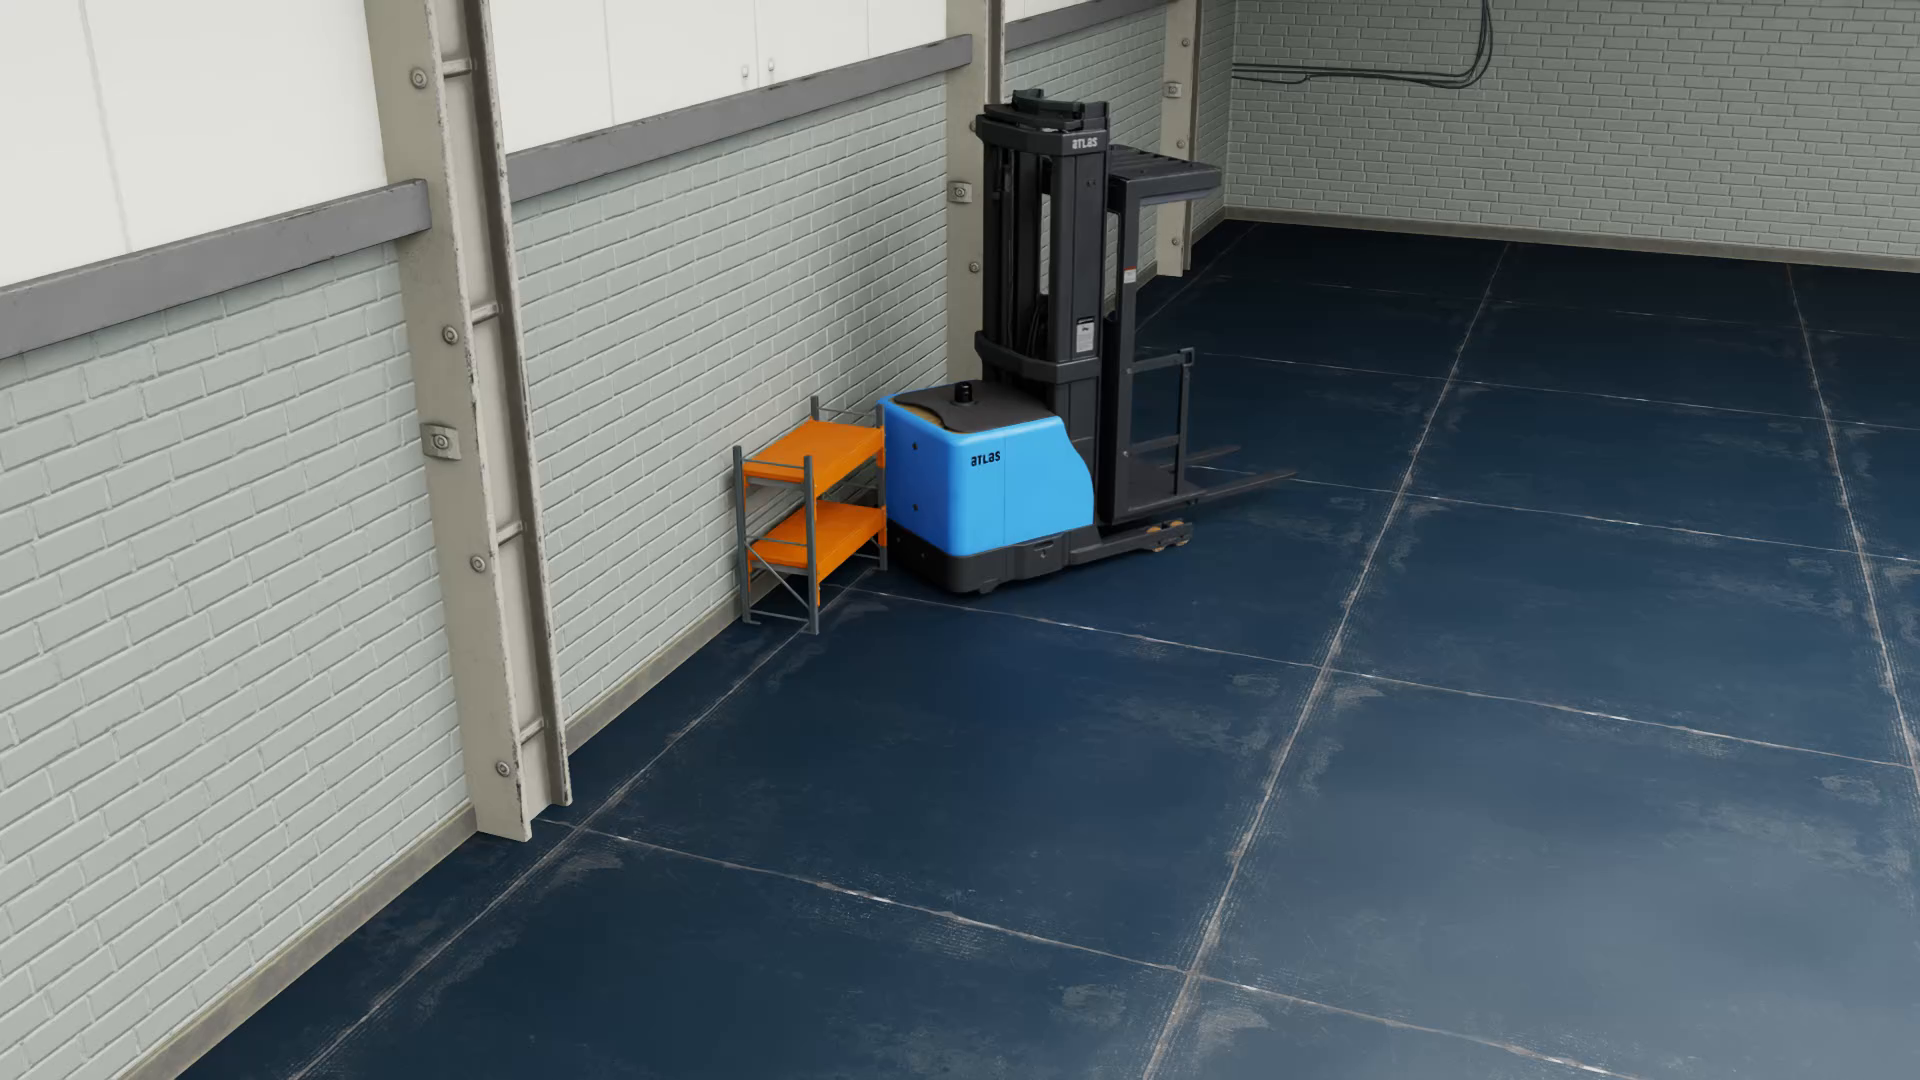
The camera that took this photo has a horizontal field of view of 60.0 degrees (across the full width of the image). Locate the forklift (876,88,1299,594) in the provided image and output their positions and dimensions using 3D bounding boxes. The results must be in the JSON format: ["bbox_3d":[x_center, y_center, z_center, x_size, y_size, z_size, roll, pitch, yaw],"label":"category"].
[{"bbox_3d":[0.961,-1.429,10.869,3.031,2.935,1.130,-14,26,-30],"label":"forklift"}]

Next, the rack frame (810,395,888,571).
[{"bbox_3d":[-0.707,-0.357,10.645,0.500,1.125,0.032,9,24,20],"label":"rack frame"}]

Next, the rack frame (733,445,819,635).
[{"bbox_3d":[-1.079,0.008,9.772,0.500,1.125,0.032,9,24,20],"label":"rack frame"}]

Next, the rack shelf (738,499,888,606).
[{"bbox_3d":[-0.893,0.051,10.303,0.538,0.278,1.000,9,24,20],"label":"rack shelf"}]

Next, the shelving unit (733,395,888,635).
[{"bbox_3d":[-0.893,-0.175,10.208,0.538,1.125,1.048,9,24,20],"label":"shelving unit"}]

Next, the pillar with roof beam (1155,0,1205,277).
[{"bbox_3d":[6.336,-6.499,15.132,9.100,9.000,0.400,9,24,20],"label":"pillar with roof beam"}]

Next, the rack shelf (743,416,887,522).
[{"bbox_3d":[-0.893,-0.445,10.096,0.538,0.278,1.000,9,24,20],"label":"rack shelf"}]

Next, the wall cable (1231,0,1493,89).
[{"bbox_3d":[4.661,-6.547,19.277,3.097,2.526,0.112,9,24,20],"label":"wall cable"}]

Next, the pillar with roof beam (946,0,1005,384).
[{"bbox_3d":[4.108,-4.351,9.992,9.100,9.000,0.400,9,24,20],"label":"pillar with roof beam"}]

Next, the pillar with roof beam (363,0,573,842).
[{"bbox_3d":[1.879,-2.204,4.852,9.100,9.000,0.400,9,24,20],"label":"pillar with roof beam"}]
